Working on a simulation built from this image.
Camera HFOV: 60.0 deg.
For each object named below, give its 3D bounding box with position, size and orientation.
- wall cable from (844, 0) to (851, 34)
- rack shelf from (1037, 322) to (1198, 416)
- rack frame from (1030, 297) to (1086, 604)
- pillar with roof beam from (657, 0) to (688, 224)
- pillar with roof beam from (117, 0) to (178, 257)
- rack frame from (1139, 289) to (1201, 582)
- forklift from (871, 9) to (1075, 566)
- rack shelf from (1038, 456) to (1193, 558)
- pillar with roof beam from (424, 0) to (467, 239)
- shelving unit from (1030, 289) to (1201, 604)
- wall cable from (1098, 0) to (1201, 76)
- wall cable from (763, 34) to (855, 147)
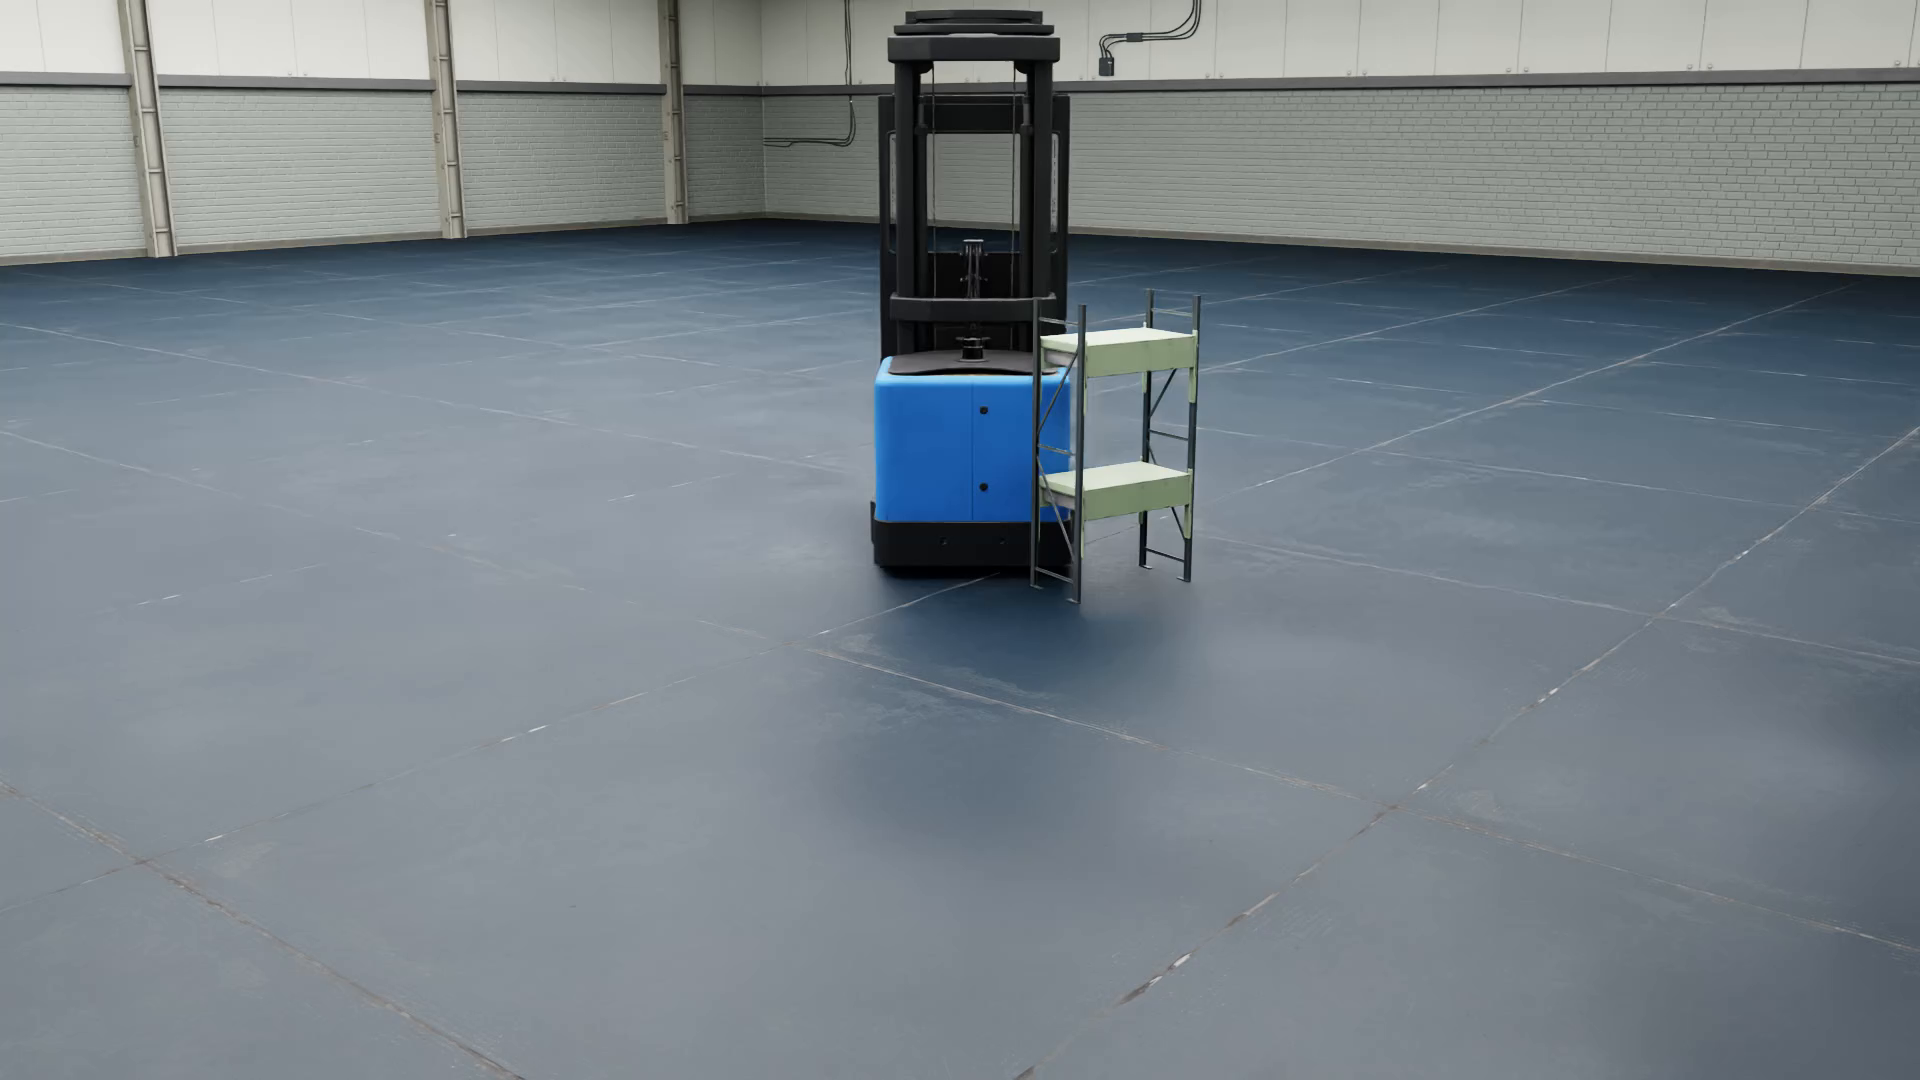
[{"bbox_3d":[-1.530,-12.545,36.777,3.097,2.526,0.112,11,18,38],"label":"wall cable"},{"bbox_3d":[0.791,-0.874,8.432,0.720,0.370,0.431,-9,17,-33],"label":"rack shelf"},{"bbox_3d":[0.487,-0.446,8.331,0.023,1.500,0.400,-9,17,-33],"label":"rack frame"},{"bbox_3d":[-3.166,-10.995,34.627,9.100,9.000,0.400,11,18,38],"label":"pillar with roof beam"},{"bbox_3d":[-10.708,-8.697,25.580,9.100,9.000,0.400,11,18,38],"label":"pillar with roof beam"},{"bbox_3d":[1.095,-0.546,8.726,0.023,1.500,0.400,-9,17,-33],"label":"rack frame"},{"bbox_3d":[0.082,-1.585,9.909,1.130,2.935,3.031,0,14,1],"label":"forklift"},{"bbox_3d":[0.791,-0.180,8.608,0.720,0.370,0.431,-9,17,-33],"label":"rack shelf"},{"bbox_3d":[-6.937,-9.846,30.103,9.100,9.000,0.400,11,18,38],"label":"pillar with roof beam"},{"bbox_3d":[0.791,-0.496,8.528,0.755,1.500,0.431,-9,17,-33],"label":"shelving unit"},{"bbox_3d":[3.740,-12.197,32.451,2.305,6.003,0.169,11,18,38],"label":"wall cable"},{"bbox_3d":[-3.634,-10.516,39.047,3.097,2.526,0.112,11,18,38],"label":"wall cable"}]
